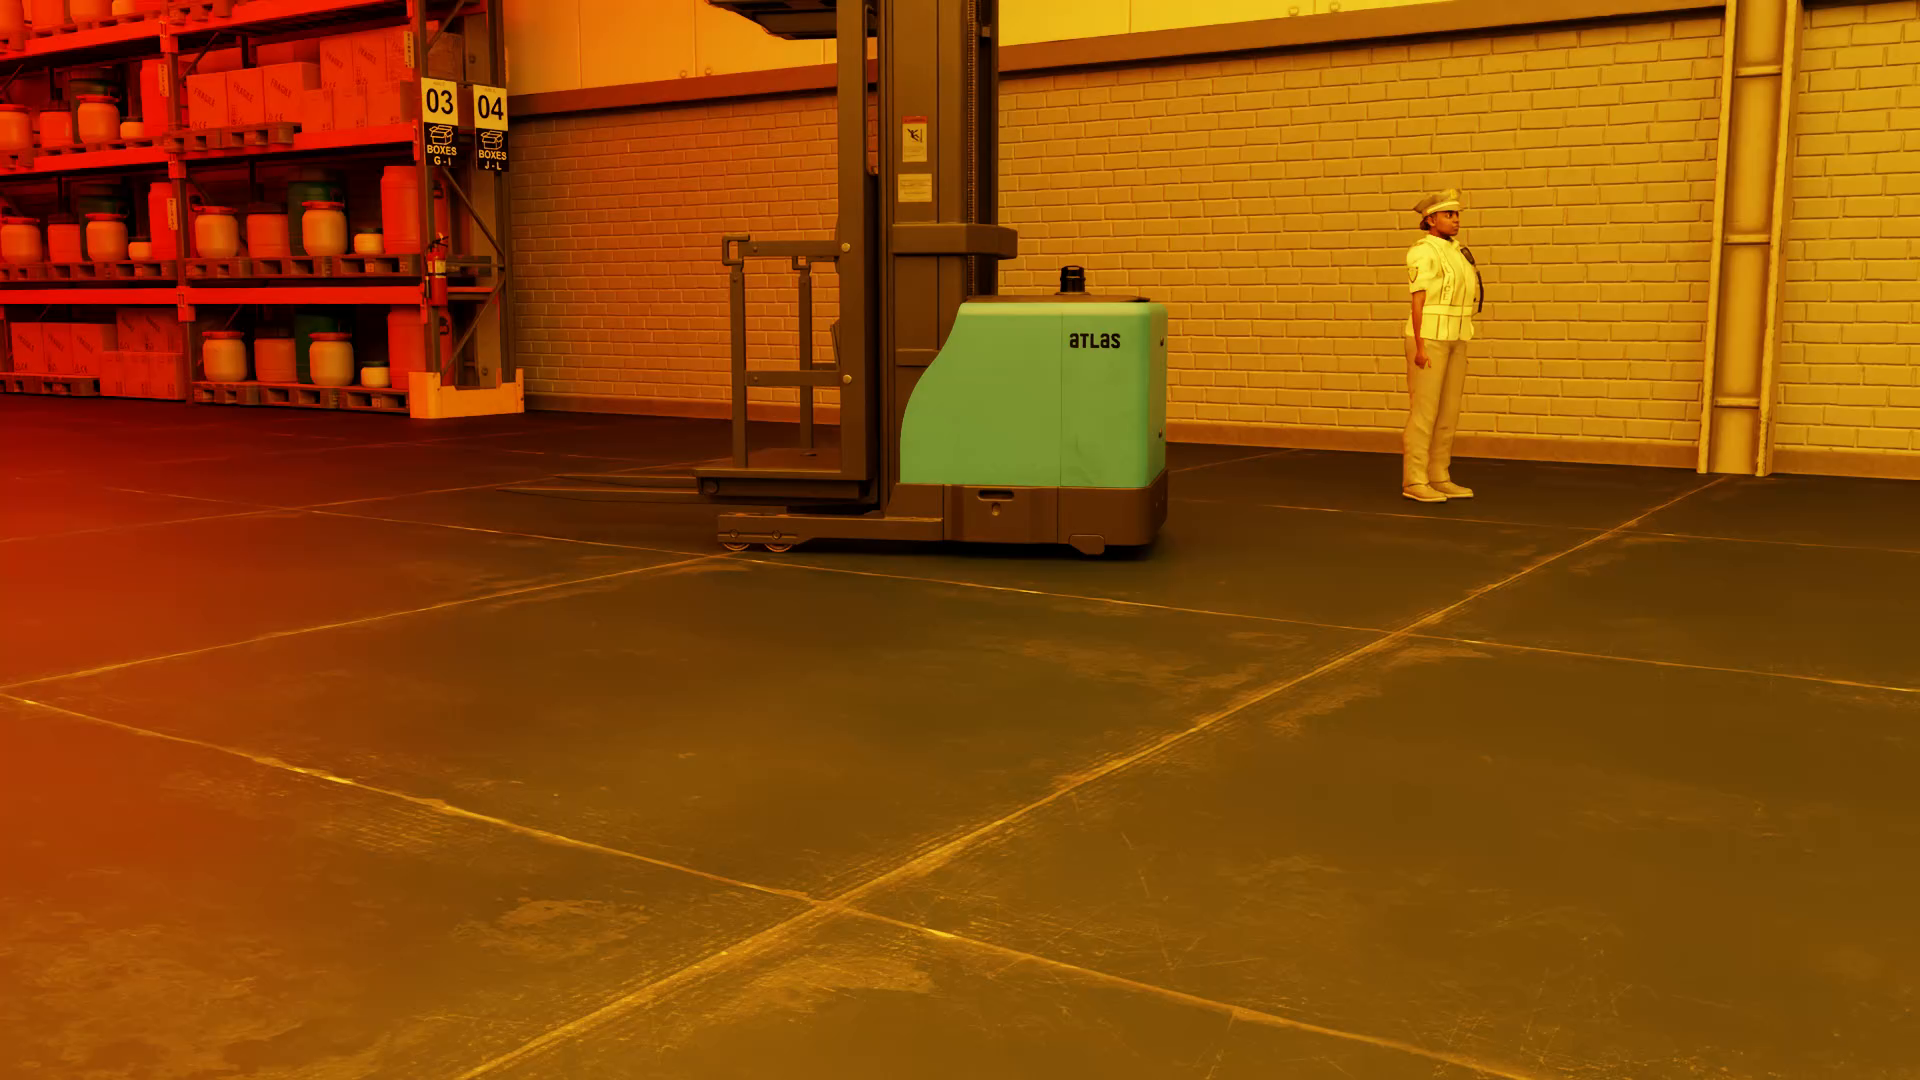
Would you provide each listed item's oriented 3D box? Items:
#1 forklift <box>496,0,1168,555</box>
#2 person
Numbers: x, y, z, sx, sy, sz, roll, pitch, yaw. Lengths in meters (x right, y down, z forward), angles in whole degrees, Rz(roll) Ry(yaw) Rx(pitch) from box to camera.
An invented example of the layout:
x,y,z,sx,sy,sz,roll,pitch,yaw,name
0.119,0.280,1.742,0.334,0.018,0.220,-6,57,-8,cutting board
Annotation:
x,y,z,sx,sy,sz,roll,pitch,yaw,name
-0.596,-1.469,7.520,3.031,2.935,1.130,2,8,12,forklift
2.636,-1.066,9.128,0.444,1.689,0.354,-7,11,-41,person
